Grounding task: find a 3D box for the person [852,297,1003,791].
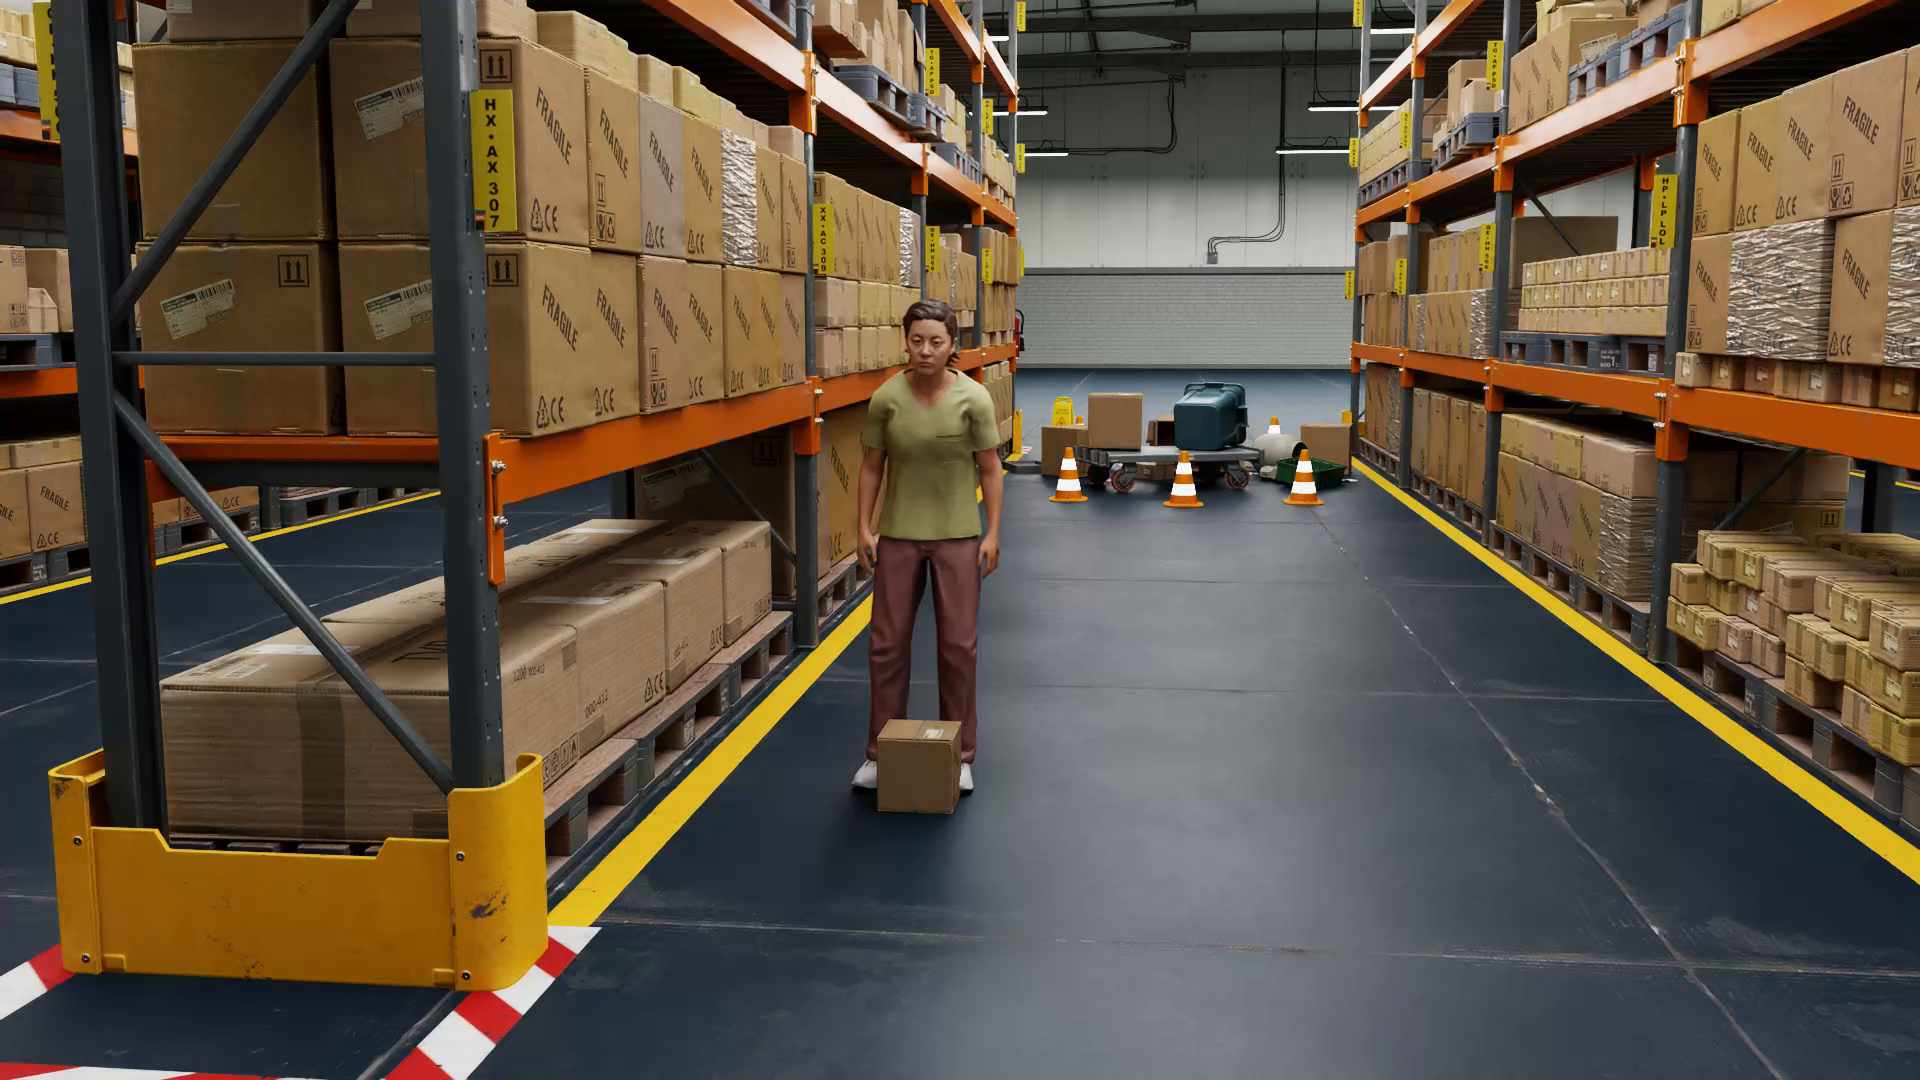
[{"bbox_3d":[-0.107,0.015,5.691,0.502,1.673,0.352,1,8,7],"label":"person"}]
